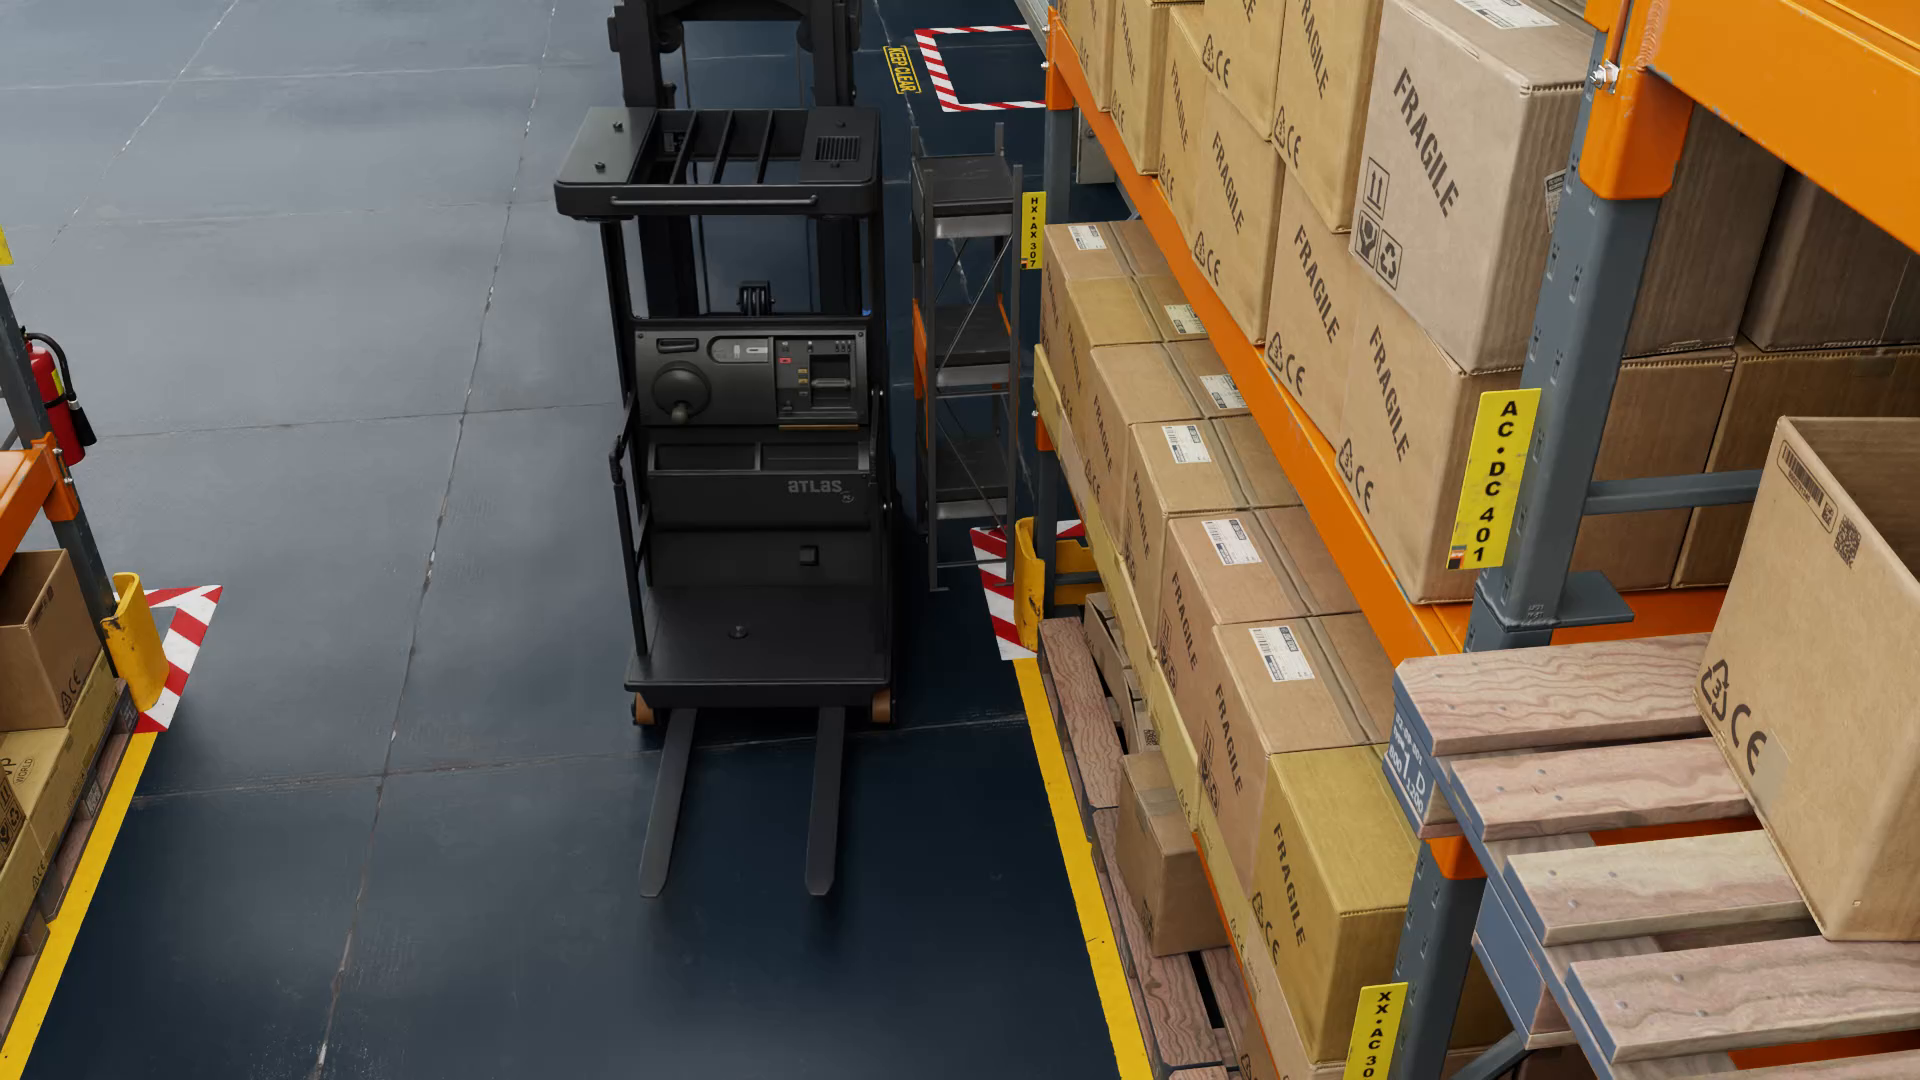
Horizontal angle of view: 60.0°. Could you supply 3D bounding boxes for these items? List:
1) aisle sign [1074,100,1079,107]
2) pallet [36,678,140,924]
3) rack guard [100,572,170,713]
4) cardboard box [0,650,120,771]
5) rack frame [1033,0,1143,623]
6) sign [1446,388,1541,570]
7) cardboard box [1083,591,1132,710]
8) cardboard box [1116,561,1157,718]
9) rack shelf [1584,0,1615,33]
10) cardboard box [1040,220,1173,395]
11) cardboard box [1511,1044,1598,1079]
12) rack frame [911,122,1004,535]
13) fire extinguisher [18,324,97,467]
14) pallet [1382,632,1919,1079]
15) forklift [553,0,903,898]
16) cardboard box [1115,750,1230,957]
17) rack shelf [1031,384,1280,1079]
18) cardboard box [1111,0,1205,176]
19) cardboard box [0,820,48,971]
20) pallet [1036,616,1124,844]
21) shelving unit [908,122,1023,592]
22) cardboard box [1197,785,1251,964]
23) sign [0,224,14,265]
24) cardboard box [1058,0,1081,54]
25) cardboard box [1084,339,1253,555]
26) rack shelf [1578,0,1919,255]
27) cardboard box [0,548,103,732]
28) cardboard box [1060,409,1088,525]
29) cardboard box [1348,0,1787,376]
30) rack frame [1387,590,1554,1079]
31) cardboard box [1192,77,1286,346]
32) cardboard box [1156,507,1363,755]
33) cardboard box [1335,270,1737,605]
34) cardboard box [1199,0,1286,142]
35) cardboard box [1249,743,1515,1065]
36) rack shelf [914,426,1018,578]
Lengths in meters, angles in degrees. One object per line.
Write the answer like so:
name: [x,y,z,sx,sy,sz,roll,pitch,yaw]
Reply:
aisle sign: [0.526,-2.006,6.222,0.394,0.787,0.004,-4,35,-6]
pallet: [-3.931,1.038,6.539,1.003,0.211,1.213,-4,35,-6]
rack guard: [-4.078,0.482,7.099,1.175,0.500,0.348,-4,35,-6]
cardboard box: [-3.710,0.702,6.625,0.500,0.250,0.500,-4,35,-6]
rack frame: [0.833,-0.915,6.929,1.000,3.000,0.127,-4,35,-6]
sign: [0.834,-0.090,2.596,0.100,0.325,0.005,-4,35,-6]
cardboard box: [0.837,0.408,6.985,0.500,0.311,0.500,-8,35,-12]
cardboard box: [0.796,0.291,5.275,0.500,0.250,0.500,-4,34,-6]
rack shelf: [1.102,-1.979,3.805,1.077,0.370,4.000,-4,35,-6]
cardboard box: [0.599,-0.882,6.330,0.500,0.500,0.500,-4,35,-6]
cardboard box: [1.520,1.093,4.098,0.500,0.250,0.500,-4,34,-6]
rack frame: [-0.011,-0.912,7.723,0.400,2.100,0.015,-4,35,-6]
fire extinguisher: [-3.631,-0.607,6.545,0.296,0.674,0.183,-4,35,-6]
pallet: [1.348,0.508,2.344,1.213,0.211,1.003,-4,35,-6]
forklift: [-0.833,-0.600,6.528,1.130,2.935,3.031,0,34,-1]
cardboard box: [0.963,1.061,5.859,0.700,0.500,0.500,-6,35,-9]
rack shelf: [1.102,0.499,5.493,1.077,0.370,4.000,-4,35,-6]
cardboard box: [0.741,-1.406,4.880,0.500,0.500,0.500,-3,34,-4]
cardboard box: [-3.562,1.259,5.807,0.500,0.250,0.500,-4,35,-6]
pallet: [0.917,0.736,6.982,1.003,0.211,1.213,-4,35,-6]
shelving unit: [0.022,-0.775,7.523,0.431,2.100,0.503,-4,35,-6]
cardboard box: [0.948,0.851,4.453,0.500,0.250,0.500,-4,35,-6]
sign: [-3.536,-1.147,6.031,0.100,0.325,0.005,-4,35,-6]
cardboard box: [0.630,-1.998,5.748,0.500,0.500,0.500,-4,34,-5]
cardboard box: [0.719,-0.316,5.500,0.500,0.500,0.500,-5,35,-8]
rack shelf: [1.640,0.417,0.641,1.077,0.370,4.000,-4,35,-6]
cardboard box: [-3.708,0.392,6.414,0.500,0.500,0.500,-4,35,-6]
cardboard box: [0.668,-0.276,6.107,0.500,0.250,0.500,-5,35,-8]
cardboard box: [1.035,-0.644,2.873,0.500,0.500,0.500,-7,35,-10]
rack frame: [1.371,1.317,3.653,1.000,3.000,0.127,-4,35,-6]
cardboard box: [0.891,-0.824,4.026,0.500,0.500,0.500,-6,35,-8]
cardboard box: [0.871,0.261,4.653,0.500,0.500,0.500,-5,35,-8]
cardboard box: [1.058,-0.236,3.163,0.500,0.500,0.500,-3,34,-5]
cardboard box: [0.870,-1.240,3.747,0.500,0.500,0.500,-6,35,-8]
cardboard box: [1.001,0.821,3.831,0.500,0.500,0.500,-4,35,-6]
rack shelf: [0.022,-0.186,7.925,0.431,0.518,0.480,-4,35,-6]
